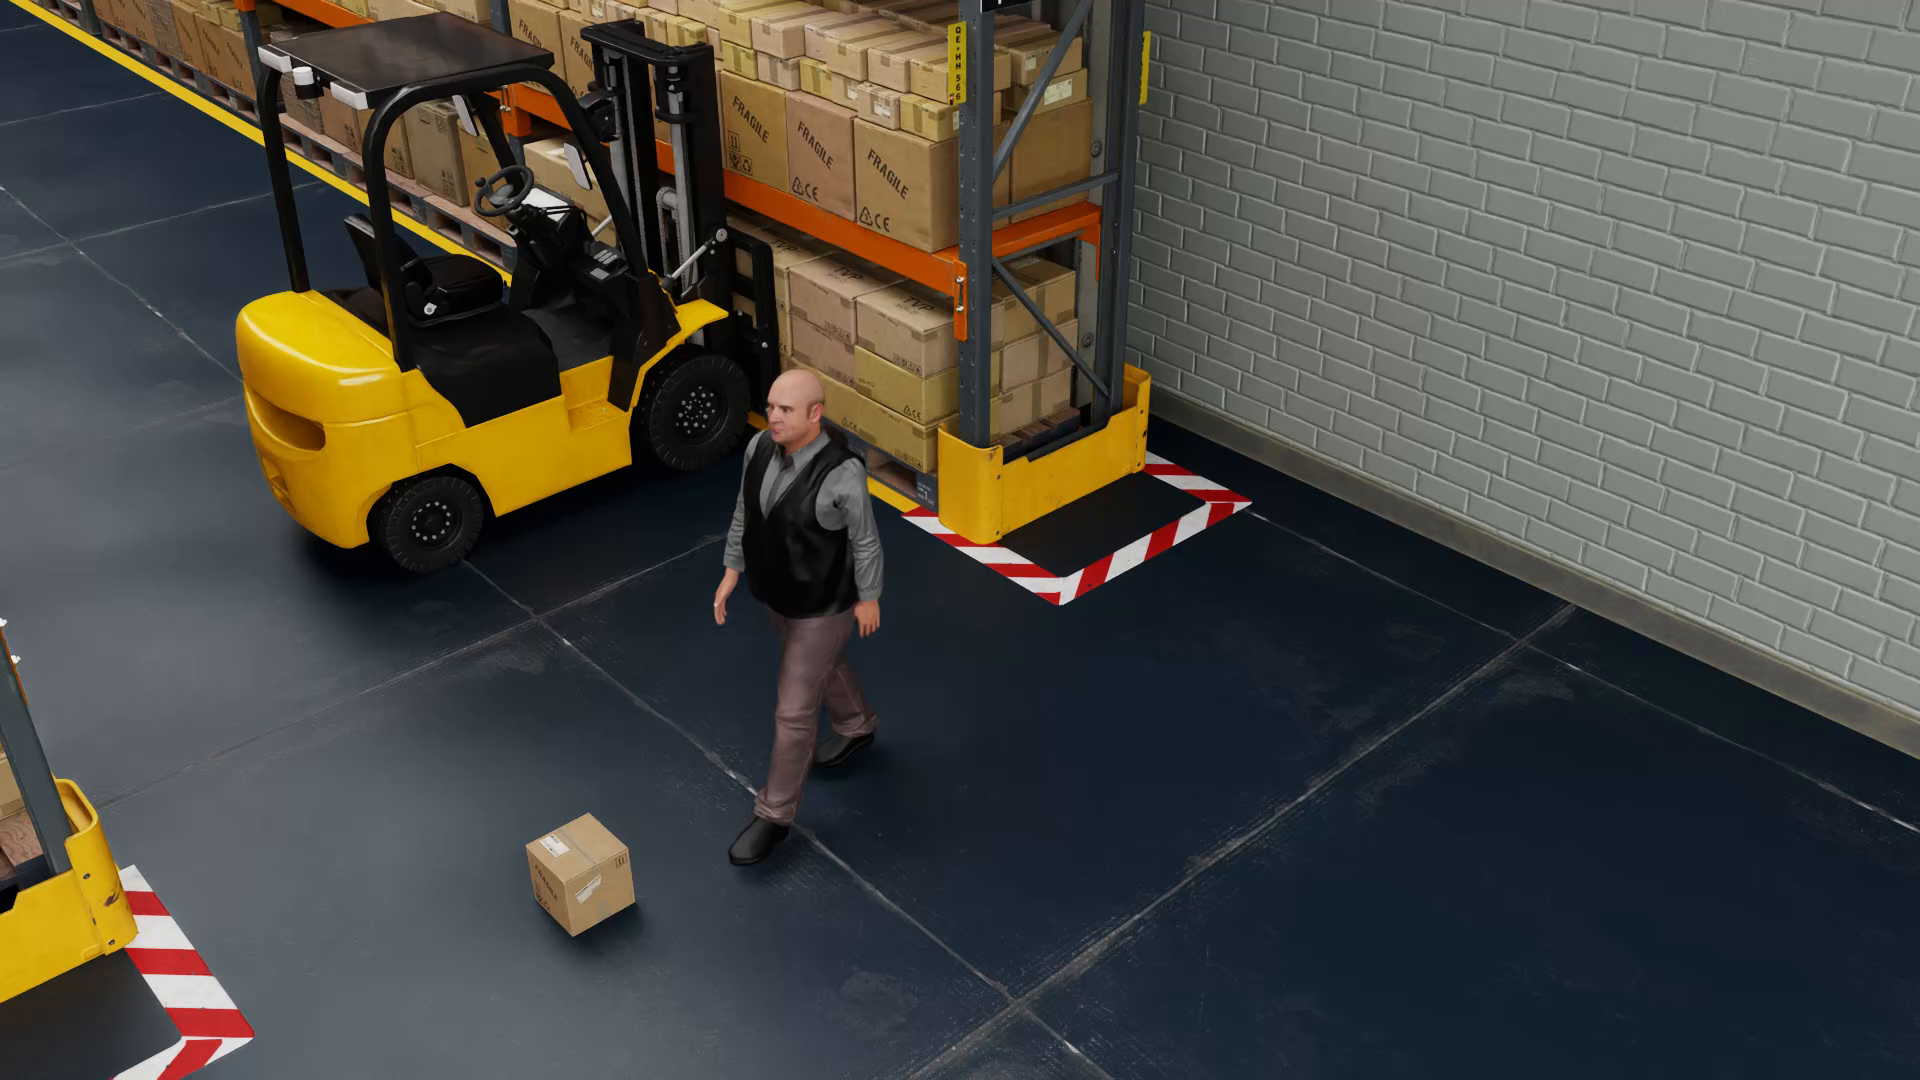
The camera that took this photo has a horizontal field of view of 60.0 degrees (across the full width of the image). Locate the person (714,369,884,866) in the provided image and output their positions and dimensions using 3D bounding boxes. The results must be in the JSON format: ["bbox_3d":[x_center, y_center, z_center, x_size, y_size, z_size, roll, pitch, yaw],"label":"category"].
[{"bbox_3d":[-0.623,0.215,5.775,0.886,1.684,0.546,-27,40,-36],"label":"person"}]
